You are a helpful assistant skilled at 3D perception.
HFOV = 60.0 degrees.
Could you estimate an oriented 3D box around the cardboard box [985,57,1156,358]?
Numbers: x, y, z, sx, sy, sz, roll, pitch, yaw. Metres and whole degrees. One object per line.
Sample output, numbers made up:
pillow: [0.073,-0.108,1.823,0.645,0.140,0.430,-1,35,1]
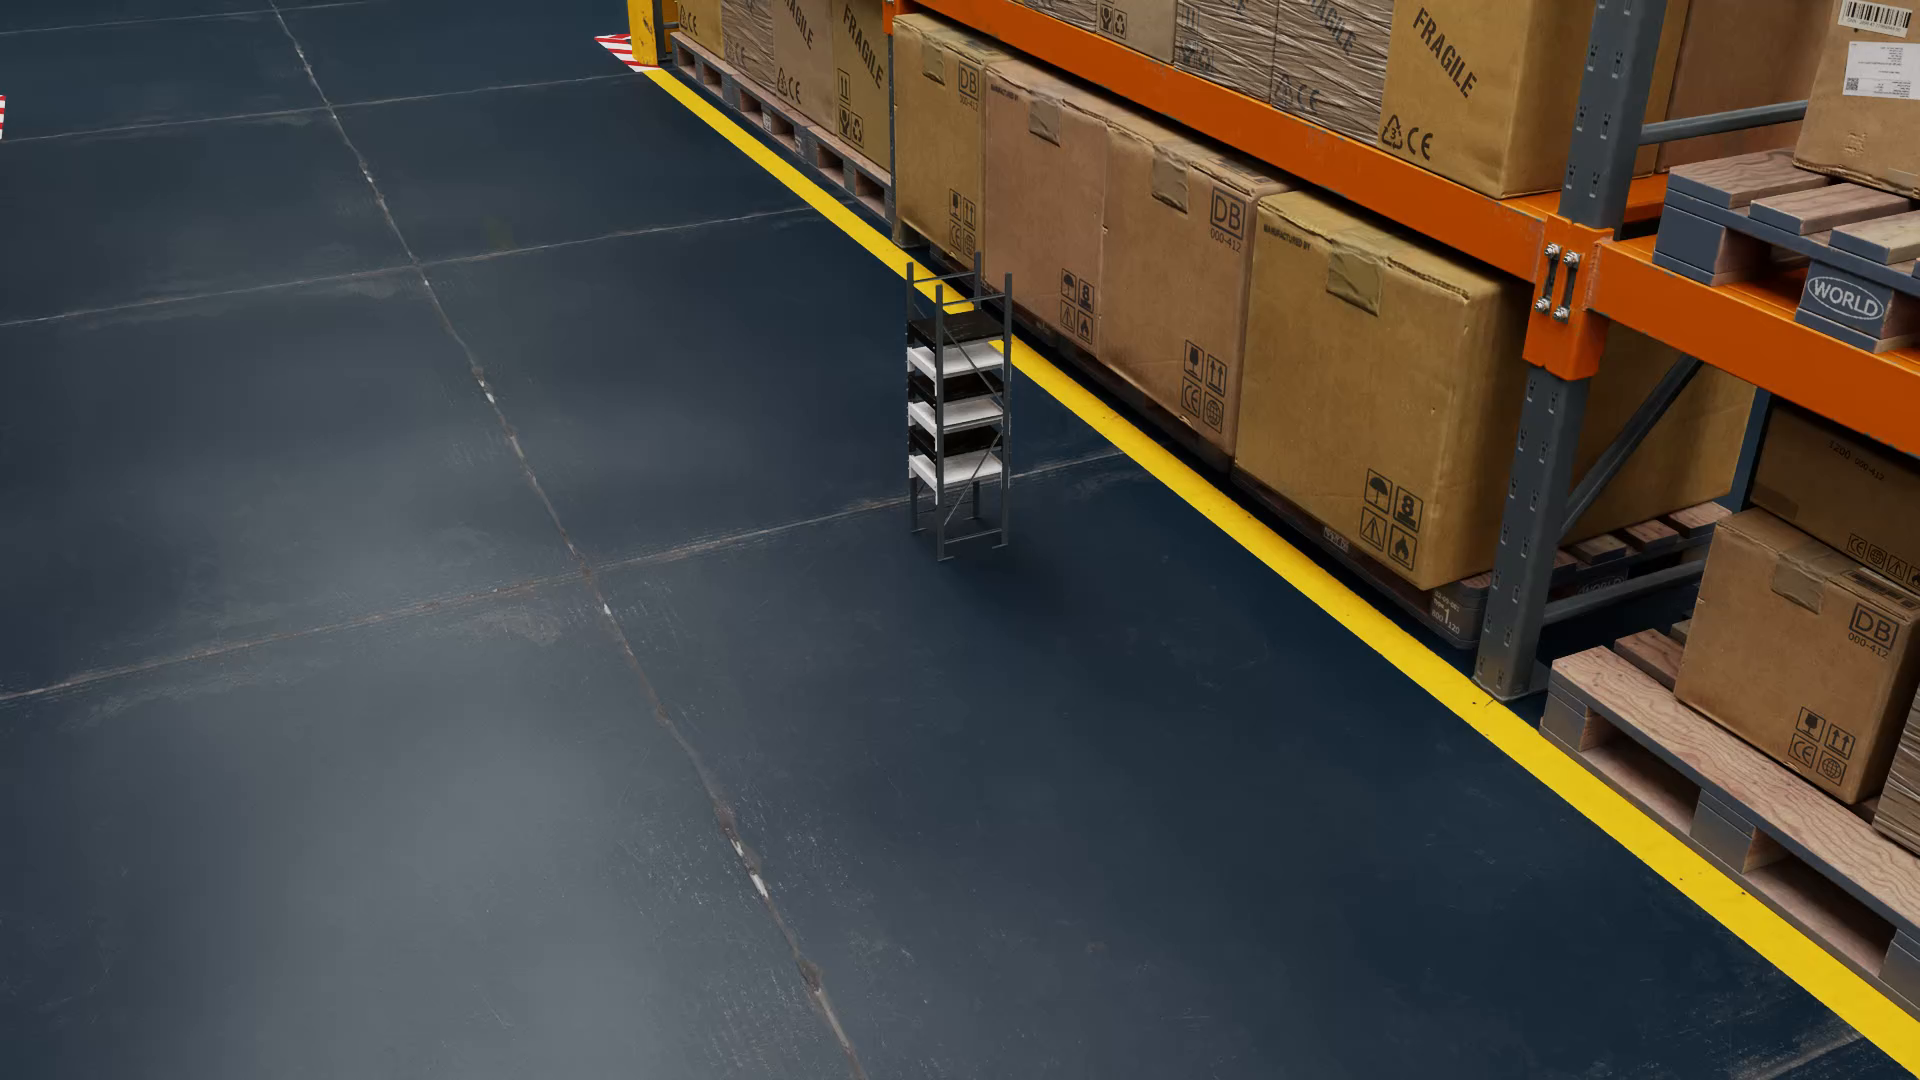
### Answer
cardboard box: [0.838,-1.347,6.329,1.225,0.875,0.875,-14,32,-24]

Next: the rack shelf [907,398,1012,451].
rack shelf: [-0.003,-0.367,5.053,0.258,0.077,0.200,-13,32,-22]

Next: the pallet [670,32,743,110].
pallet: [-1.142,-2.978,10.345,1.003,0.211,1.213,-13,32,-22]

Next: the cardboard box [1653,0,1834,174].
cardboard box: [1.915,-1.312,4.422,0.500,0.500,0.500,-12,31,-21]

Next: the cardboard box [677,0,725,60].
cardboard box: [-1.209,-3.521,10.206,0.875,0.875,0.875,-13,32,-22]

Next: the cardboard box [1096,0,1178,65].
cardboard box: [0.790,-1.882,5.437,0.500,0.500,0.500,-12,32,-21]

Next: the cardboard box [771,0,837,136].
cardboard box: [-0.436,-2.726,8.788,0.875,0.875,0.875,-13,32,-22]

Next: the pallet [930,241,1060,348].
pallet: [0.560,-1.223,7.215,1.003,0.211,1.213,-13,32,-22]

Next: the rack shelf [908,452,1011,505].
rack shelf: [-0.003,-0.210,5.141,0.258,0.077,0.200,-13,32,-22]

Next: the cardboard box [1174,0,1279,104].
cardboard box: [1.008,-1.657,5.036,0.500,0.500,0.500,-14,32,-24]

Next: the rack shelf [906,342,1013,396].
rack shelf: [-0.003,-0.524,4.965,0.258,0.077,0.200,-13,32,-22]

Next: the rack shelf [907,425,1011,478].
rack shelf: [-0.003,-0.289,5.097,0.258,0.077,0.200,-13,32,-22]

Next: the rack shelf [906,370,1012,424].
rack shelf: [-0.003,-0.446,5.009,0.258,0.077,0.200,-13,32,-22]

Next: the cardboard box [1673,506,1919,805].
cardboard box: [2.184,0.193,3.945,0.700,0.500,0.500,-15,33,-25]

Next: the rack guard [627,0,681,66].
rack guard: [-1.566,-3.451,10.894,1.175,0.500,0.348,-13,32,-22]

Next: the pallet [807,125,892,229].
pallet: [-0.095,-1.900,8.423,1.003,0.211,1.213,-13,32,-22]

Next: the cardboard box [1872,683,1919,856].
cardboard box: [2.434,0.435,3.512,0.700,0.500,0.500,-16,33,-26]

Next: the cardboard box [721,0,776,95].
cardboard box: [-0.818,-3.119,9.489,0.875,0.875,0.875,-13,32,-22]

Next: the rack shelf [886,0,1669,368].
rack shelf: [1.020,-1.567,5.713,1.077,0.370,4.000,-13,32,-22]

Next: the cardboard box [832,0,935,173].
cardboard box: [-0.050,-2.329,8.079,0.875,0.875,0.875,-13,32,-22]

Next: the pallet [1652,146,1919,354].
pallet: [2.280,-0.621,3.487,1.213,0.211,1.003,-13,32,-22]

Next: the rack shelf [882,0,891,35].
rack shelf: [-0.697,-3.334,8.864,1.077,0.370,4.000,-13,32,-22]

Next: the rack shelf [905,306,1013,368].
rack shelf: [-0.003,-0.603,4.921,0.258,0.077,0.200,-13,32,-22]

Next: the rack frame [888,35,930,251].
rack frame: [0.161,-2.764,7.112,1.000,3.000,0.127,-13,32,-22]

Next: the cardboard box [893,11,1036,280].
cardboard box: [0.454,-1.742,7.033,1.225,0.875,0.875,-13,32,-22]

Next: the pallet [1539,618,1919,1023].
pallet: [2.212,0.565,4.027,1.003,0.211,1.213,-13,32,-22]

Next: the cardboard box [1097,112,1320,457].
cardboard box: [1.225,-0.958,5.635,1.225,0.875,0.875,-13,32,-22]

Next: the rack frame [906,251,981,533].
rack frame: [-0.047,-0.441,5.116,0.240,0.900,0.006,-13,32,-22]

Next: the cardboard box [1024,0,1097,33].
cardboard box: [0.564,-2.109,5.842,0.500,0.500,0.500,-14,32,-23]

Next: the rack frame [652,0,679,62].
rack frame: [-1.556,-4.531,10.263,1.000,3.000,0.127,-13,32,-22]

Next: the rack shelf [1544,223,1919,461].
rack shelf: [2.737,0.200,2.562,1.077,0.370,4.000,-13,32,-22]

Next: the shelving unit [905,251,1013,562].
shelving unit: [-0.003,-0.396,5.036,0.258,0.900,0.210,-13,32,-22]

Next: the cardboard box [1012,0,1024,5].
cardboard box: [0.349,-2.330,6.236,0.500,0.500,0.500,-13,32,-22]

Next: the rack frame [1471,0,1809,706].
rack frame: [1.878,-0.997,3.961,1.000,3.000,0.127,-13,32,-22]

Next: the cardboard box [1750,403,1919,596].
cardboard box: [2.193,-0.136,3.765,0.500,0.250,0.500,-12,31,-20]

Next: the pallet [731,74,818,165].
pallet: [-0.622,-2.440,9.385,1.003,0.211,1.213,-13,32,-22]

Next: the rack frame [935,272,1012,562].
rack frame: [0.040,-0.351,4.956,0.240,0.900,0.006,-13,32,-22]

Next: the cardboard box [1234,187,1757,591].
cardboard box: [1.601,-0.563,4.930,1.225,0.875,0.875,-15,32,-24]

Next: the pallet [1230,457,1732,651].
pallet: [1.608,-0.145,5.292,1.003,0.211,1.213,-13,32,-22]

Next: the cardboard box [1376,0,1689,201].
cardboard box: [1.443,-1.207,4.233,0.500,0.500,0.500,-12,31,-20]

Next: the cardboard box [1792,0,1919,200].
cardboard box: [2.146,-0.994,3.424,0.500,0.500,0.500,-17,34,-28]

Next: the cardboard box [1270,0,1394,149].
cardboard box: [1.234,-1.428,4.628,0.500,0.500,0.500,-13,32,-22]

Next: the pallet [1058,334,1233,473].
pallet: [1.088,-0.683,6.252,1.003,0.211,1.213,-13,32,-22]
